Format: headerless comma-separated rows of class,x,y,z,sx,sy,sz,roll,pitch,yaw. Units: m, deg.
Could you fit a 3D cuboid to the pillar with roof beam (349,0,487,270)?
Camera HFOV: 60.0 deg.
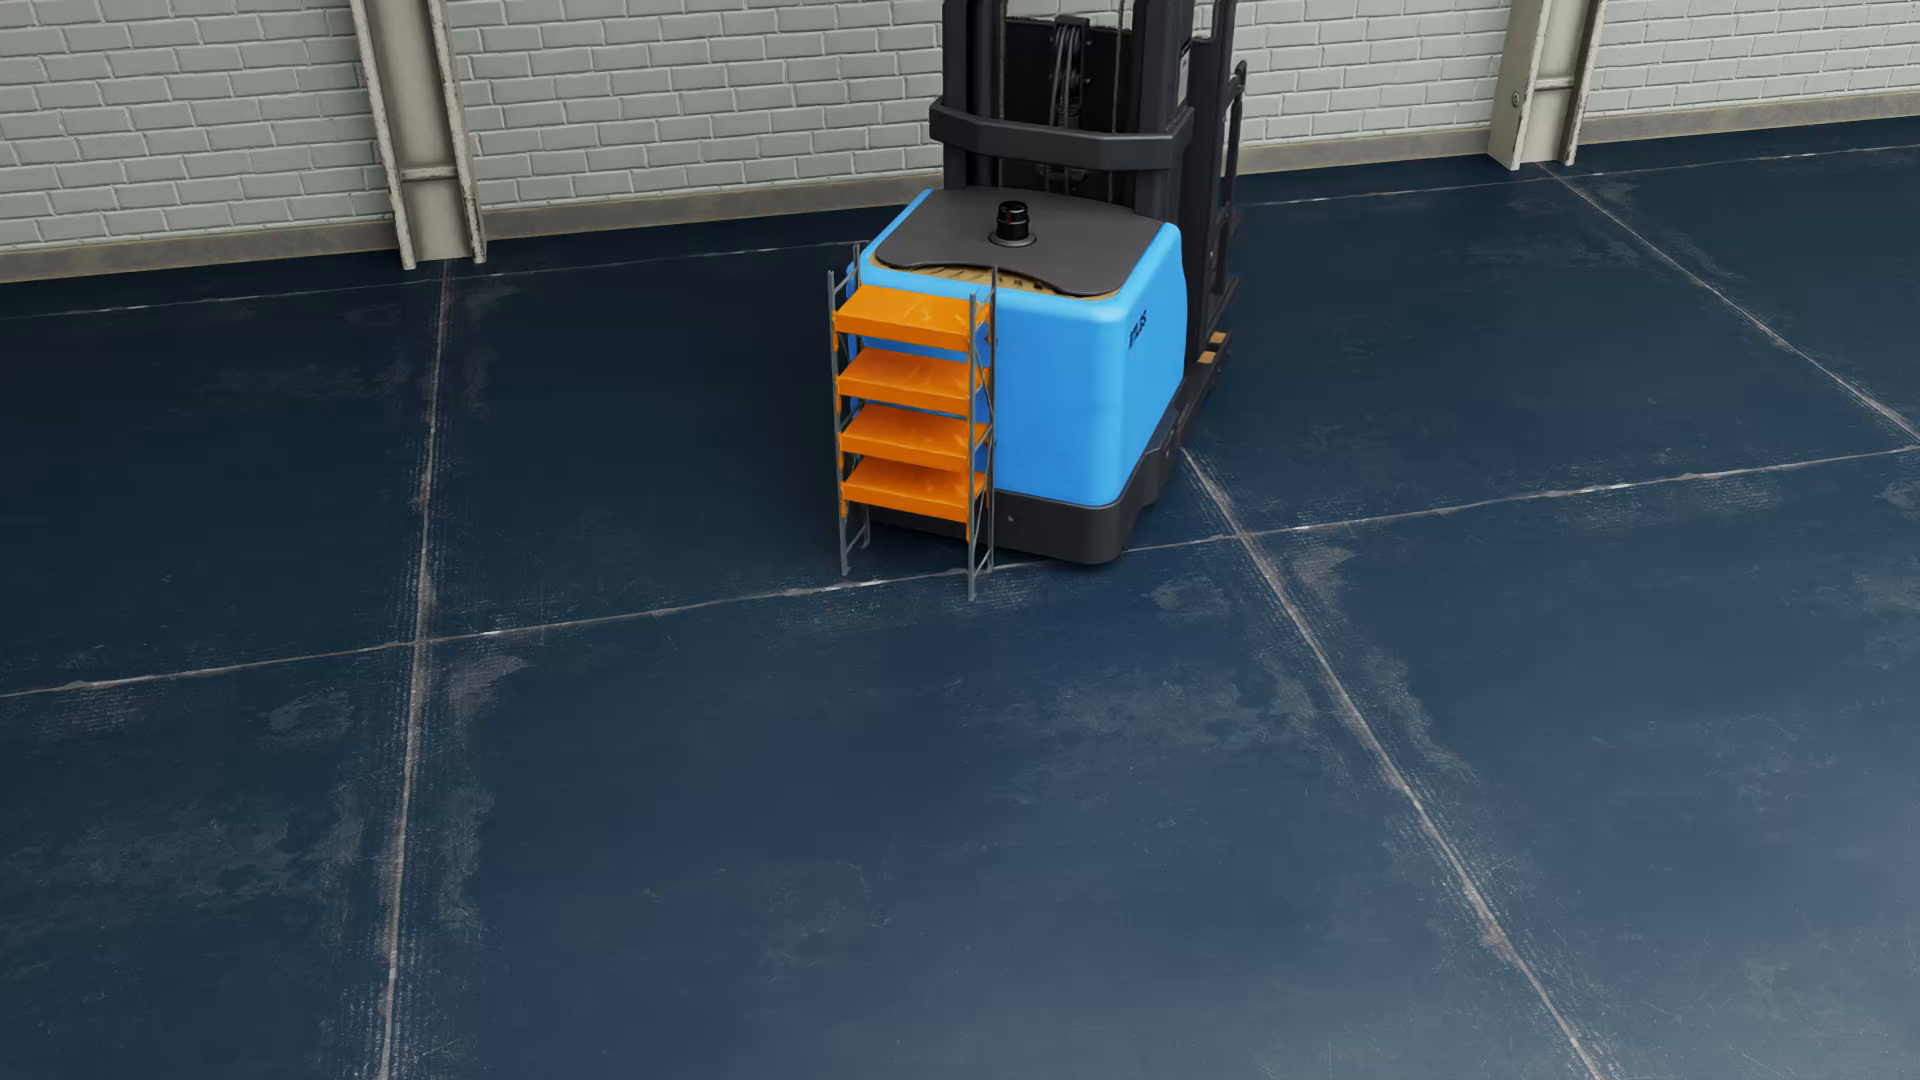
pillar with roof beam,-1.651,-2.845,2.414,0.400,9.000,9.100,-7,35,-11

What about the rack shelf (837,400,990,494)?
rack shelf,-0.154,-0.328,5.783,0.480,0.148,0.258,11,35,16

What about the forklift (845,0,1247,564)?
forklift,0.569,-1.944,6.517,1.130,2.935,3.031,12,36,17

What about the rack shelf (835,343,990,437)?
rack shelf,-0.154,-0.514,5.659,0.480,0.148,0.258,11,35,16

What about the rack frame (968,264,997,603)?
rack frame,0.076,-0.339,5.679,0.015,1.200,0.240,11,35,16

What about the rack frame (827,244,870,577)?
rack frame,-0.384,-0.430,5.813,0.015,1.200,0.240,11,35,16

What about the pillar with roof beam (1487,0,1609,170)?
pillar with roof beam,4.201,-3.583,3.513,0.400,9.000,9.100,-7,35,-11

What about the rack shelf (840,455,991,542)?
rack shelf,-0.154,-0.164,5.894,0.480,0.148,0.258,11,35,16

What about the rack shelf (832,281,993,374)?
rack shelf,-0.154,-0.711,5.527,0.480,0.148,0.258,11,35,16

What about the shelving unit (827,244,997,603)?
shelving unit,-0.154,-0.384,5.746,0.503,1.200,0.258,11,35,16
